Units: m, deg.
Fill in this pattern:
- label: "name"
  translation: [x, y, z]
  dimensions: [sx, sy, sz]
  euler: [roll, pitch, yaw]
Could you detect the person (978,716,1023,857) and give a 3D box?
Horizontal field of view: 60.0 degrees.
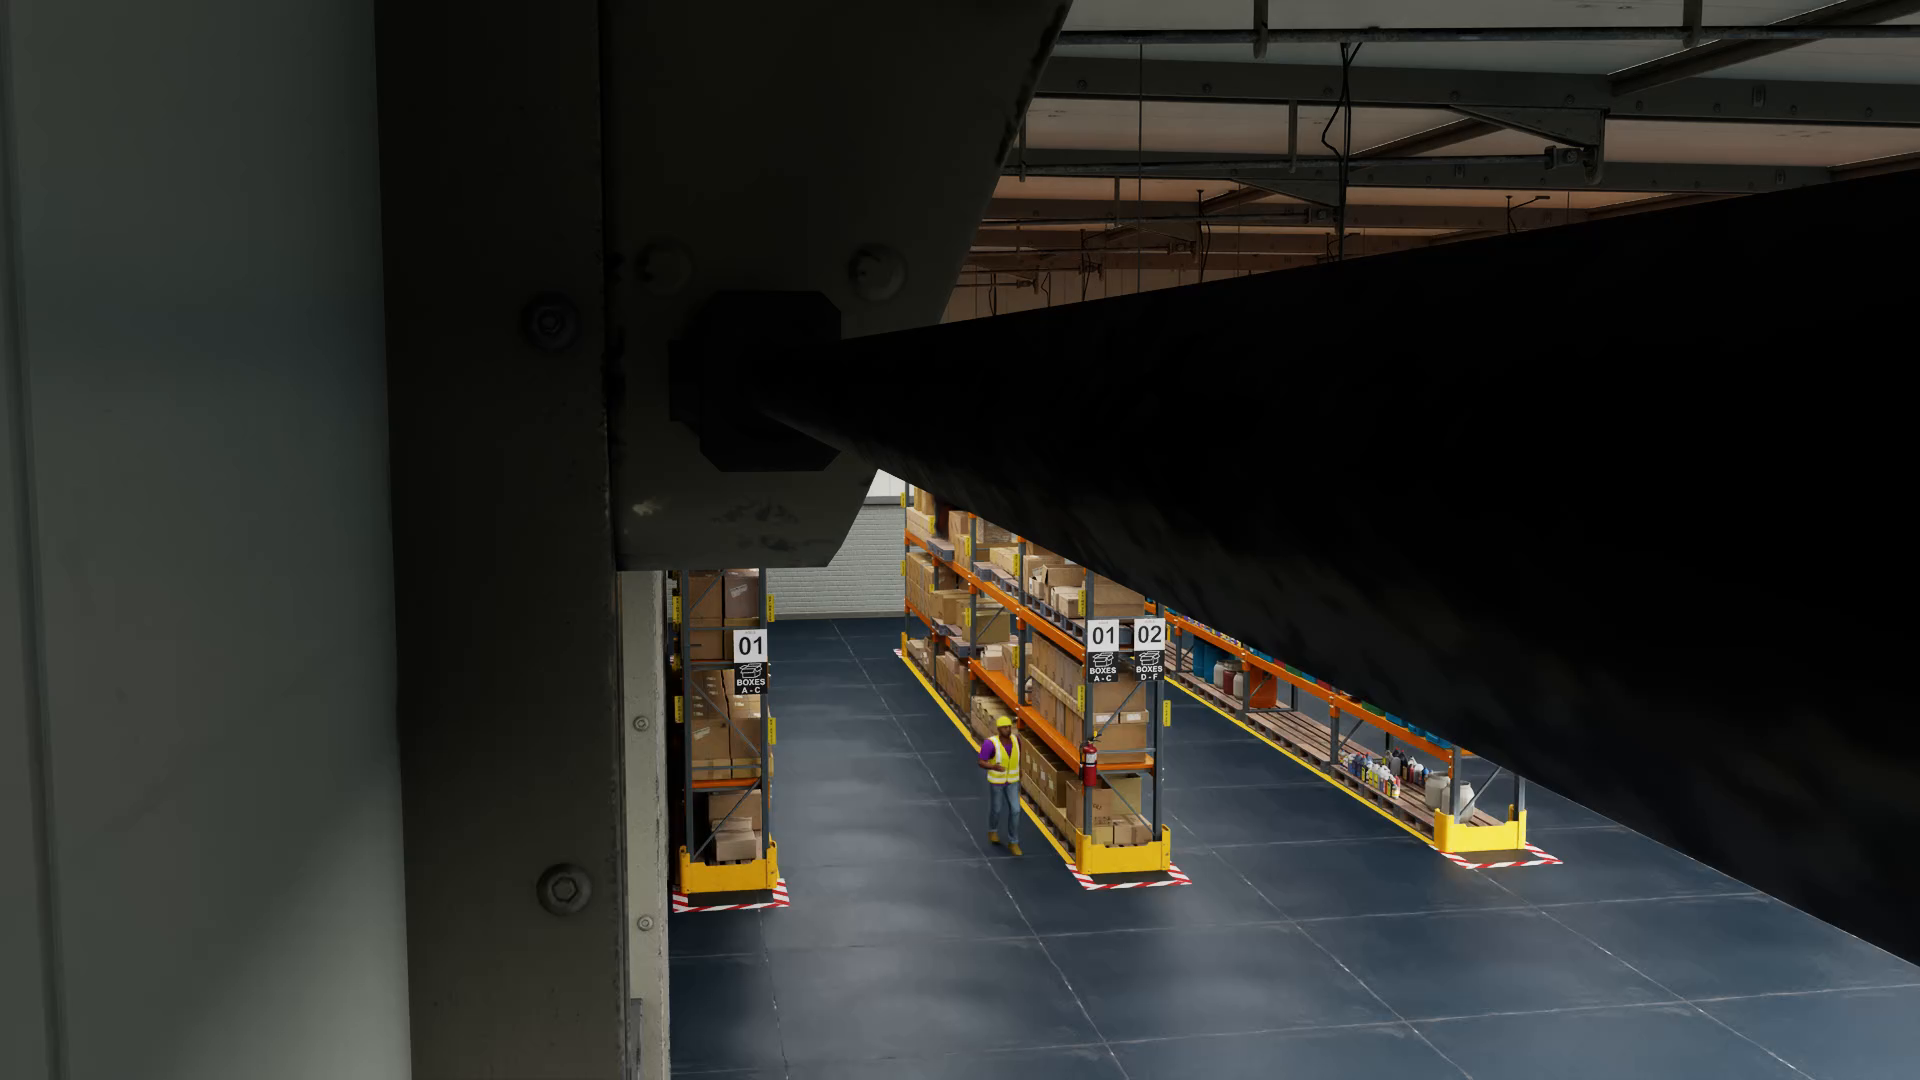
- label: "person"
  translation: [0.547, 3.194, 21.801]
  dimensions: [0.677, 1.817, 0.798]
  euler: [-2, 6, -17]
